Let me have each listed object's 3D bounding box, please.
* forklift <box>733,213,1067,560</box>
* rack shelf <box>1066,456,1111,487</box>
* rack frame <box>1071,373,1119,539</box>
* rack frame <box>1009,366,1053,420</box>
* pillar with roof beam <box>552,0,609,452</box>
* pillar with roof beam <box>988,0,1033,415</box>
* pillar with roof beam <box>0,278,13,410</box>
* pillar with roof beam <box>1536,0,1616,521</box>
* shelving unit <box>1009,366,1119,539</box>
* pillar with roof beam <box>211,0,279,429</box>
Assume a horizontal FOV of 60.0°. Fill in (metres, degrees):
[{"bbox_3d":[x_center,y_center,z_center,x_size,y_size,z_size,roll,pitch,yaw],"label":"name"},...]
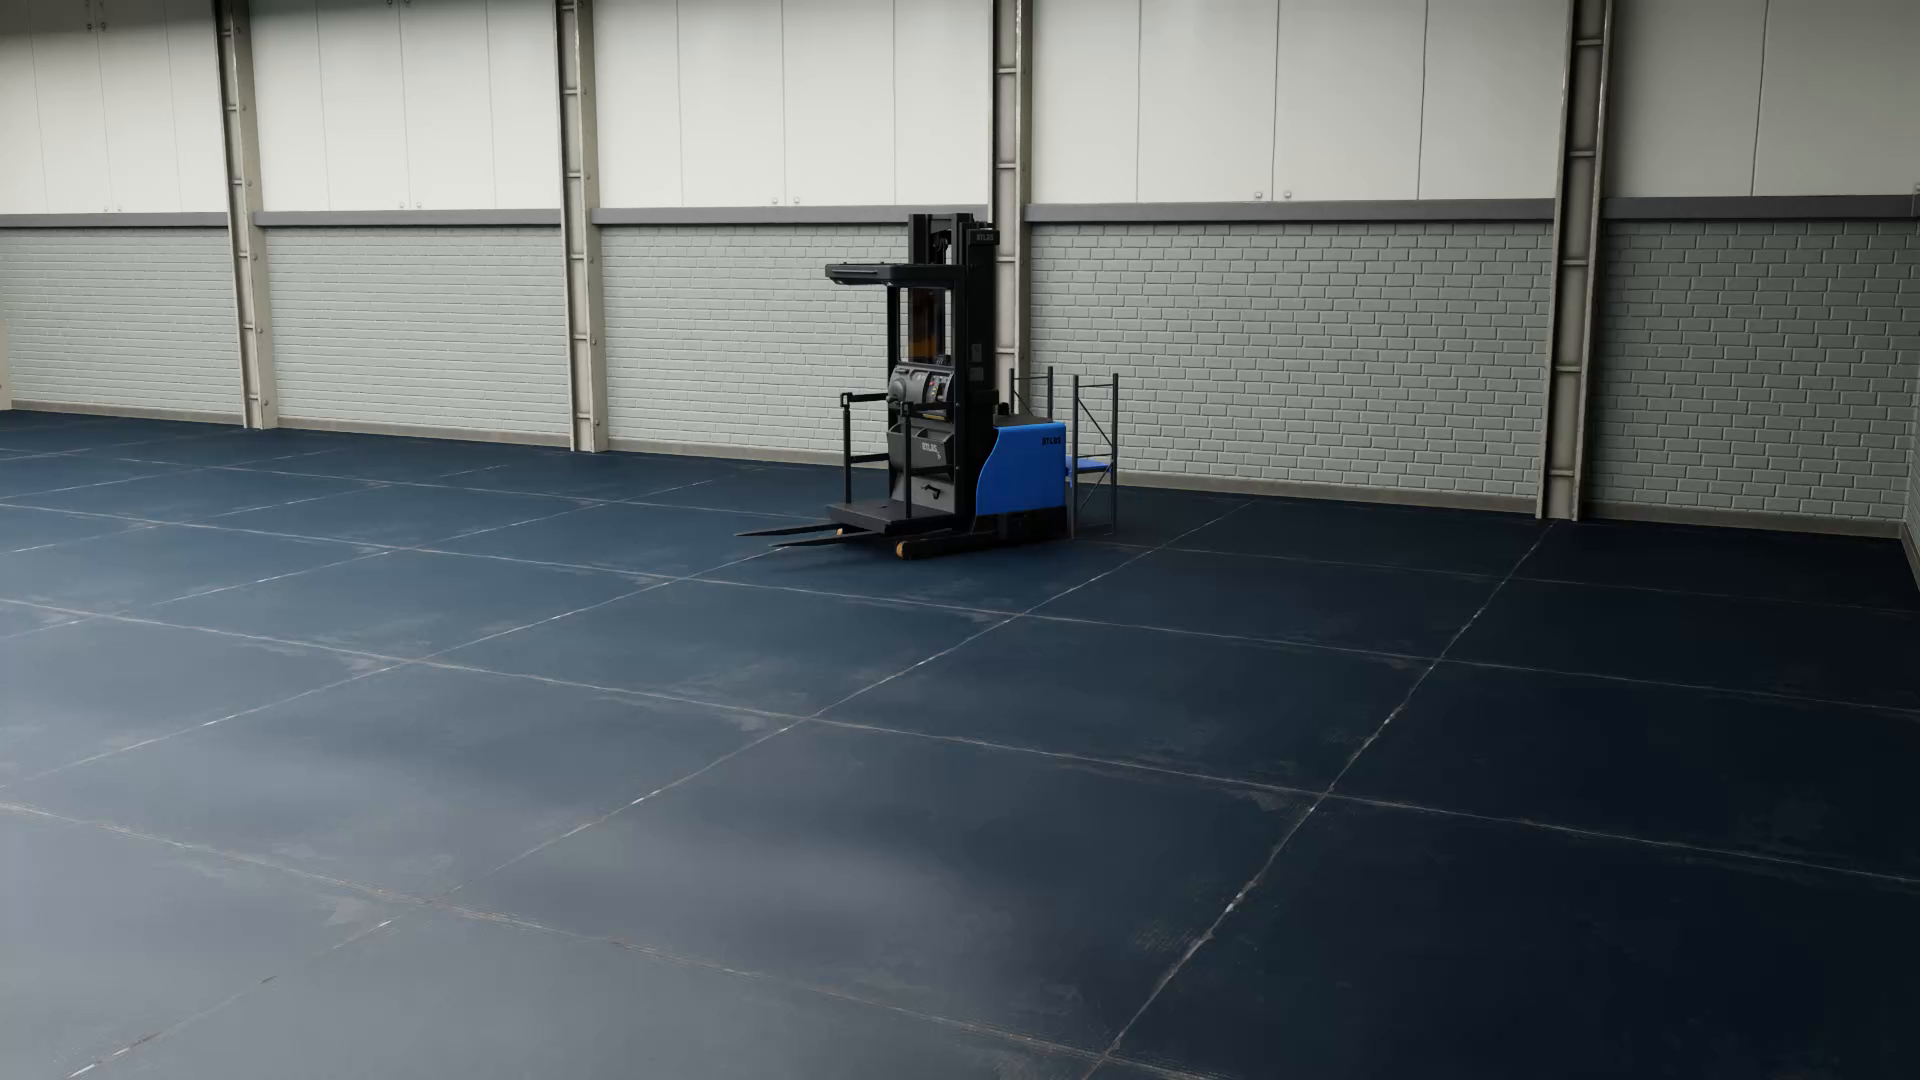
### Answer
[{"bbox_3d":[-0.516,-1.378,14.613,3.031,2.935,1.130,-7,12,-34],"label":"forklift"},{"bbox_3d":[0.961,-0.670,15.733,0.538,0.185,1.000,-7,12,-32],"label":"rack shelf"},{"bbox_3d":[1.239,-0.771,15.282,0.500,1.500,0.032,-7,12,-32],"label":"rack frame"},{"bbox_3d":[0.684,-0.923,16.120,0.500,1.500,0.032,-7,12,-32],"label":"rack frame"},{"bbox_3d":[-6.734,-4.912,17.103,0.400,9.000,9.100,5,11,26],"label":"pillar with roof beam"},{"bbox_3d":[-1.353,-4.439,14.491,0.400,9.000,9.100,5,11,26],"label":"pillar with roof beam"},{"bbox_3d":[-17.495,-5.858,22.328,0.400,9.000,9.100,5,11,26],"label":"pillar with roof beam"},{"bbox_3d":[4.028,-3.966,11.878,0.400,9.000,9.100,5,11,26],"label":"pillar with roof beam"},{"bbox_3d":[0.961,-0.847,15.701,0.538,1.500,1.048,-7,12,-32],"label":"shelving unit"},{"bbox_3d":[-12.114,-5.385,19.716,0.400,9.000,9.100,5,11,26],"label":"pillar with roof beam"}]
